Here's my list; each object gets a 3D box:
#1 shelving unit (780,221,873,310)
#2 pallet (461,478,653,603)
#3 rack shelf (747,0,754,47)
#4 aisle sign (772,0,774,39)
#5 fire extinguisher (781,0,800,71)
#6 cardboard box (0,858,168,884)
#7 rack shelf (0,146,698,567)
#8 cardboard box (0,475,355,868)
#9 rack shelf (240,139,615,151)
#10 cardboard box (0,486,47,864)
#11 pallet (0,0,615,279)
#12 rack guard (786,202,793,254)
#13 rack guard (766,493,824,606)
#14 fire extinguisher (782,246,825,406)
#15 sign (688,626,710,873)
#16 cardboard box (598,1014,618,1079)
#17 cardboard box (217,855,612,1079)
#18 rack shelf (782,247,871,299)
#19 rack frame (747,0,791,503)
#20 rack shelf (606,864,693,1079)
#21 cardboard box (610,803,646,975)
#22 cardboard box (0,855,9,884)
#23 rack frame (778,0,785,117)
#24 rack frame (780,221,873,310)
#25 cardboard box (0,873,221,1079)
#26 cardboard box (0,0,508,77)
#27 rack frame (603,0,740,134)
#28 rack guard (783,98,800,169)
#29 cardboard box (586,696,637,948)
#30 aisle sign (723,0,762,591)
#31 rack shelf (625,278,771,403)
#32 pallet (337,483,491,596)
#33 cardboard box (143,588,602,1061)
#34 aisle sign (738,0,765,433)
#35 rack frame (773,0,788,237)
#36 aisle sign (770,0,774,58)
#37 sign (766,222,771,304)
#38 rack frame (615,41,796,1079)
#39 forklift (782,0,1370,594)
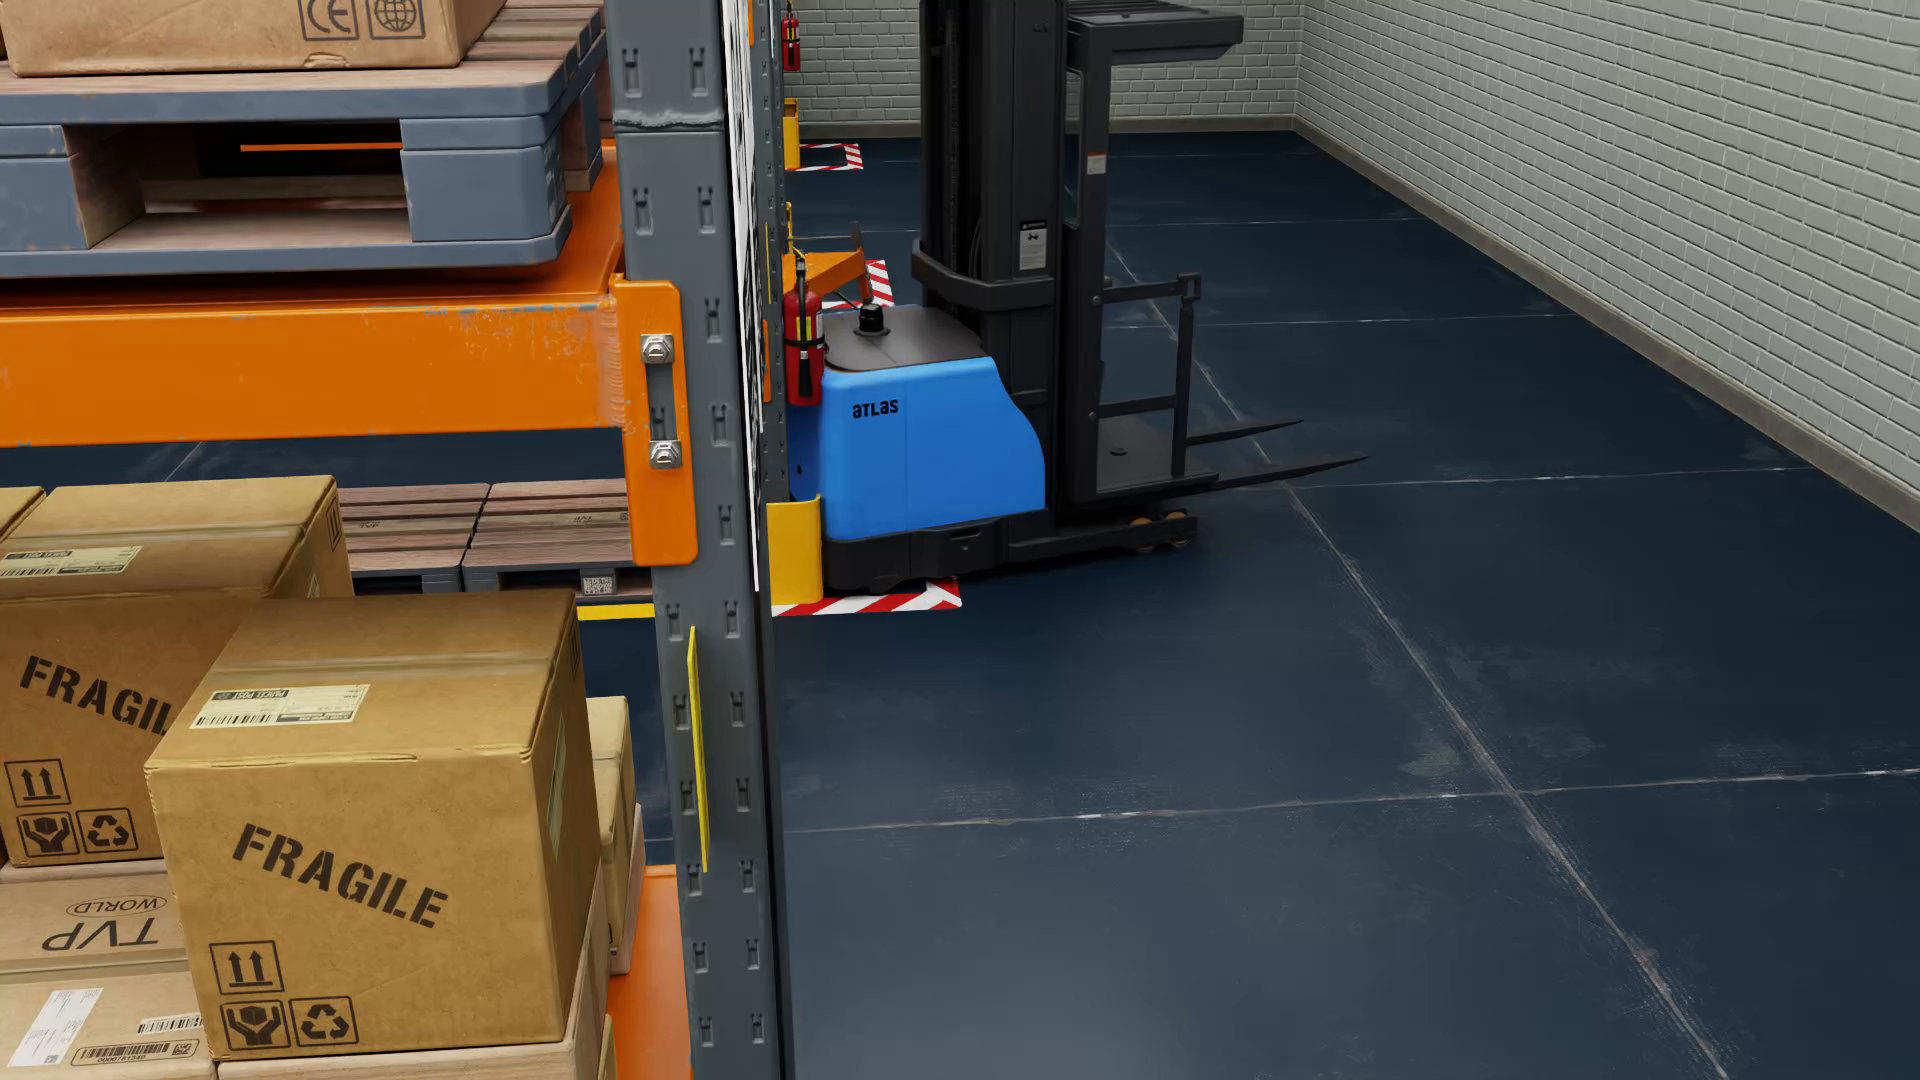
[{"bbox_3d":[-0.891,-0.963,8.635,0.538,1.125,1.048,3,25,26],"label":"shelving unit"},{"bbox_3d":[-1.697,-0.014,8.021,1.213,0.211,1.003,-2,24,-5],"label":"pallet"},{"bbox_3d":[-2.863,-2.267,6.850,4.000,0.370,1.077,-2,24,-5],"label":"rack shelf"},{"bbox_3d":[-0.831,-2.616,7.242,0.004,0.787,0.394,-2,24,-5],"label":"aisle sign"},{"bbox_3d":[-1.651,-4.923,16.188,0.183,0.674,0.296,-2,24,-5],"label":"fire extinguisher"},{"bbox_3d":[-1.407,0.563,3.109,0.500,0.250,0.500,-3,24,-6],"label":"cardboard box"},{"bbox_3d":[-2.376,-0.265,2.346,4.000,0.370,1.077,-2,24,-5],"label":"rack shelf"},{"bbox_3d":[-1.388,0.217,2.964,0.500,0.500,0.500,-3,24,-6],"label":"cardboard box"},{"bbox_3d":[-3.346,-2.899,11.964,4.000,0.370,1.077,-2,24,-5],"label":"rack shelf"},{"bbox_3d":[-1.903,0.240,2.912,0.500,0.500,0.500,-3,24,-7],"label":"cardboard box"},{"bbox_3d":[-1.123,-0.599,2.322,1.213,0.211,1.003,-2,24,-5],"label":"pallet"},{"bbox_3d":[-1.432,-2.162,12.499,0.348,0.500,1.175,-2,24,-5],"label":"rack guard"},{"bbox_3d":[-0.850,-0.169,8.015,0.348,0.500,1.175,-2,24,-5],"label":"rack guard"},{"bbox_3d":[-0.678,-0.922,7.185,0.183,0.674,0.296,-2,24,-5],"label":"fire extinguisher"},{"bbox_3d":[-0.347,0.279,2.211,0.005,0.325,0.100,-2,24,-5],"label":"sign"},{"bbox_3d":[-0.708,0.959,2.709,0.250,0.149,0.380,-2,24,-4],"label":"cardboard box"},{"bbox_3d":[-0.842,0.756,2.674,0.500,0.250,0.500,-3,24,-6],"label":"cardboard box"},{"bbox_3d":[-0.933,-1.231,8.525,0.538,0.278,1.000,3,25,26],"label":"rack shelf"},{"bbox_3d":[-0.873,-1.305,7.493,0.127,3.000,1.000,-2,24,-5],"label":"rack frame"},{"bbox_3d":[-2.376,1.105,2.955,4.000,0.370,1.077,-2,24,-5],"label":"rack shelf"},{"bbox_3d":[-0.772,0.693,3.308,0.250,0.149,0.380,-2,24,-5],"label":"cardboard box"},{"bbox_3d":[-1.907,0.582,3.067,0.500,0.250,0.500,-3,24,-7],"label":"cardboard box"},{"bbox_3d":[-1.847,-5.309,16.502,0.127,3.000,1.000,-2,24,-5],"label":"rack frame"},{"bbox_3d":[-0.682,-1.166,9.051,0.500,1.125,0.032,3,25,26],"label":"rack frame"},{"bbox_3d":[-1.347,0.776,2.629,0.500,0.250,0.500,-3,24,-6],"label":"cardboard box"},{"bbox_3d":[-0.898,-0.915,2.158,0.500,0.500,0.700,-4,24,-8],"label":"cardboard box"},{"bbox_3d":[-0.386,-2.044,1.770,0.127,3.000,1.000,-2,24,-5],"label":"rack frame"},{"bbox_3d":[-1.823,-4.168,17.012,0.348,0.500,1.175,-2,24,-5],"label":"rack guard"},{"bbox_3d":[-0.890,0.540,3.161,0.500,0.250,0.500,-3,24,-7],"label":"cardboard box"},{"bbox_3d":[-0.285,-0.373,2.195,0.004,0.787,0.394,-2,24,-5],"label":"aisle sign"},{"bbox_3d":[-2.863,-0.896,7.460,4.000,0.370,1.077,-2,24,-5],"label":"rack shelf"},{"bbox_3d":[-2.909,0.034,7.914,1.213,0.211,1.003,-2,24,-5],"label":"pallet"},{"bbox_3d":[-0.845,0.413,2.524,0.500,0.500,0.500,-2,24,-4],"label":"cardboard box"},{"bbox_3d":[-0.344,-0.615,2.740,0.004,0.787,0.394,-2,24,-5],"label":"aisle sign"},{"bbox_3d":[-1.356,-3.307,11.998,0.127,3.000,1.000,-2,24,-5],"label":"rack frame"},{"bbox_3d":[-0.773,-2.377,6.705,0.004,0.787,0.394,-2,24,-5],"label":"aisle sign"},{"bbox_3d":[-0.803,-1.158,6.961,0.005,0.325,0.100,-2,24,-5],"label":"sign"},{"bbox_3d":[-0.386,0.697,2.989,0.127,3.000,1.000,-2,24,-5],"label":"rack frame"},{"bbox_3d":[0.621,-1.465,7.938,3.031,2.935,1.130,-10,26,-21],"label":"forklift"}]
